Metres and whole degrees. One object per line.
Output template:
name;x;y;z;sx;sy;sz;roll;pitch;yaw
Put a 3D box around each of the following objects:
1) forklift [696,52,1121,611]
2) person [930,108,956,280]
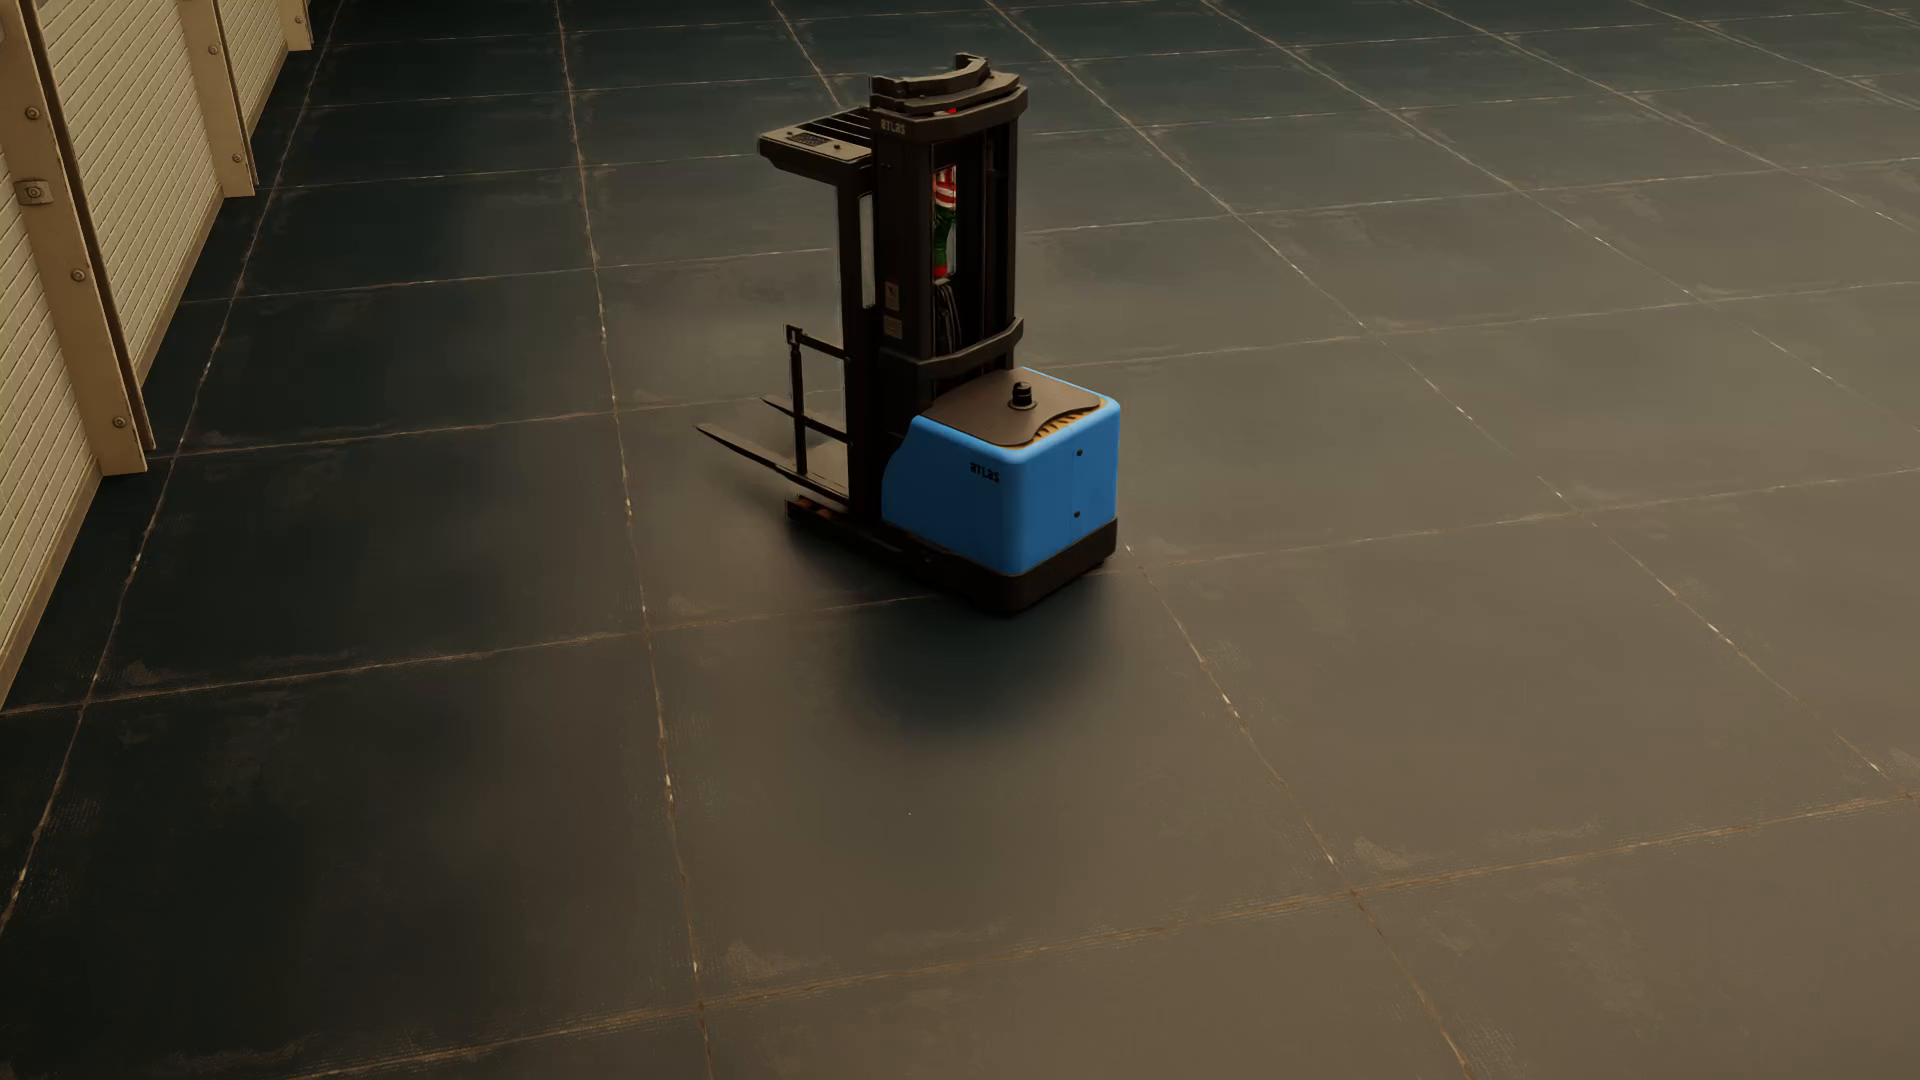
forklift;-0.469;-1.473;10.120;3.031;2.935;1.130;24;38;35
person;-0.057;-2.770;13.534;0.631;1.811;0.501;-12;32;-19
